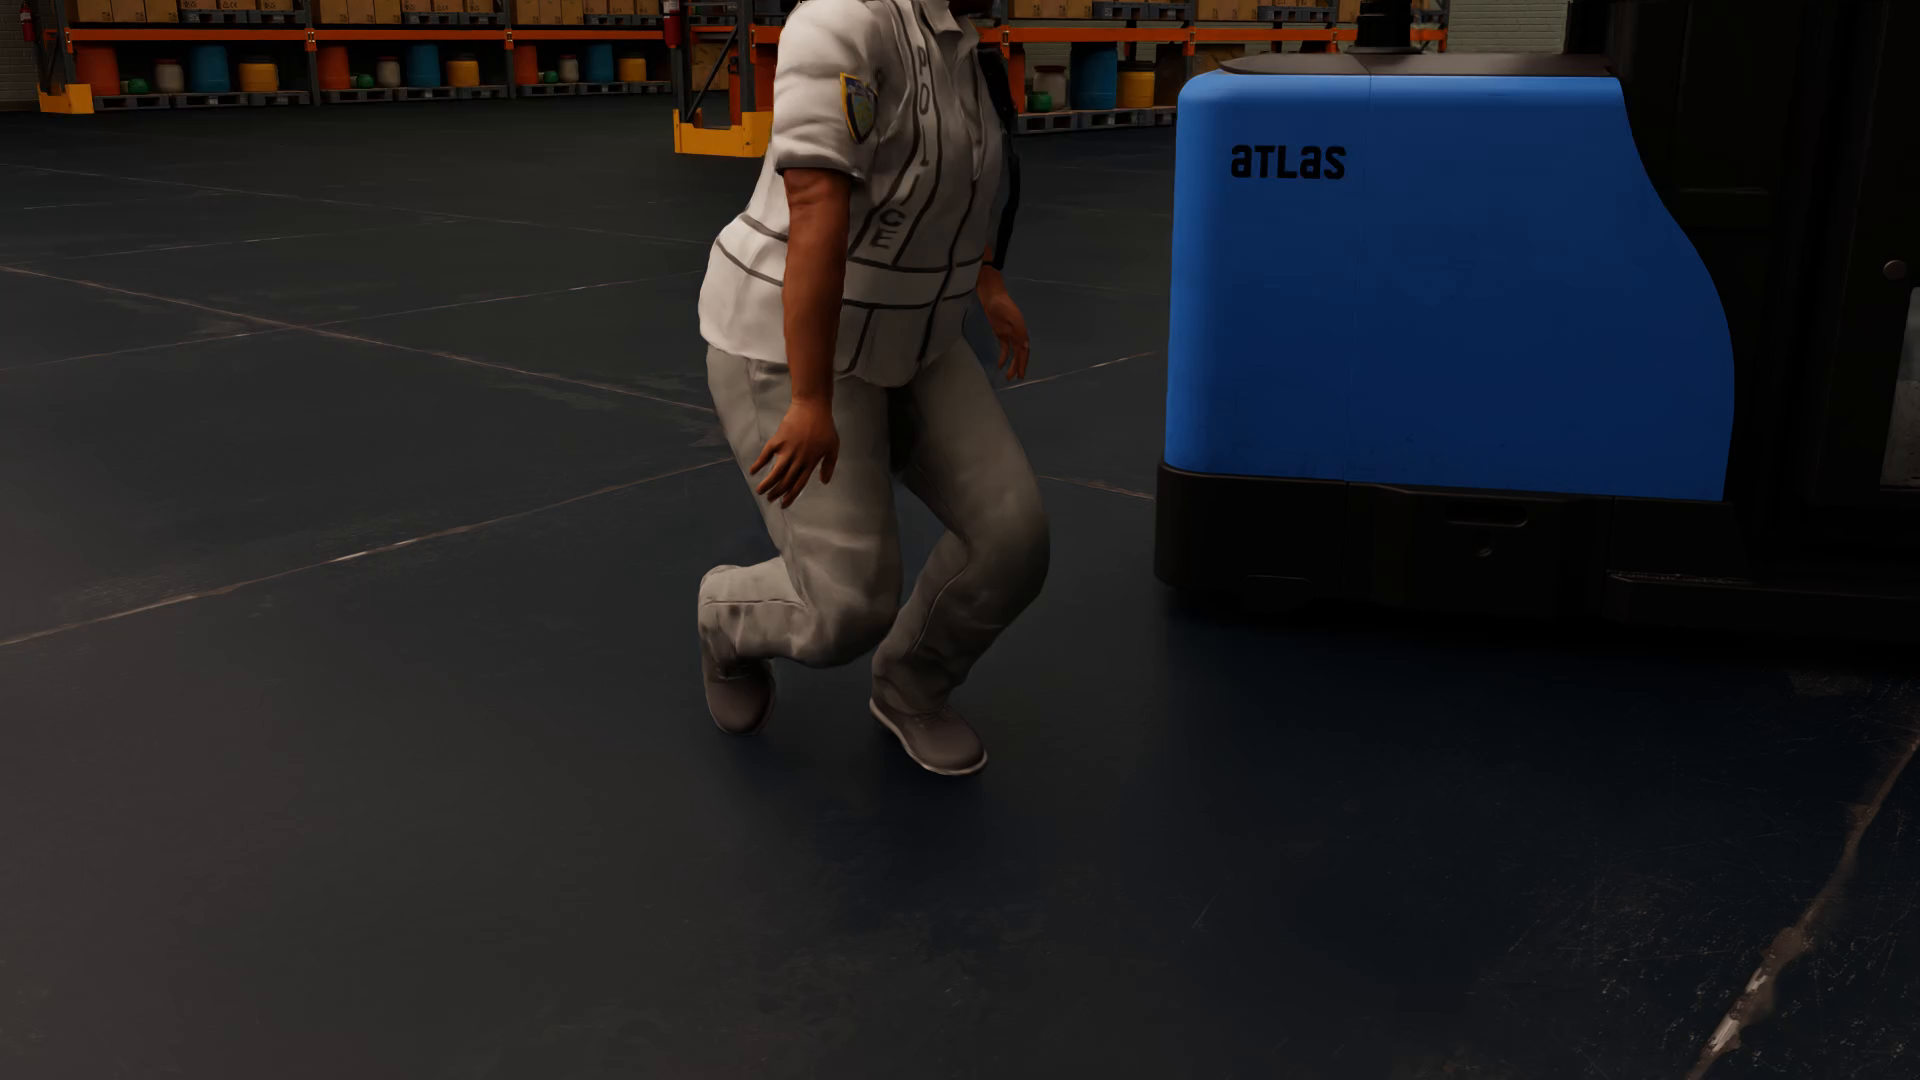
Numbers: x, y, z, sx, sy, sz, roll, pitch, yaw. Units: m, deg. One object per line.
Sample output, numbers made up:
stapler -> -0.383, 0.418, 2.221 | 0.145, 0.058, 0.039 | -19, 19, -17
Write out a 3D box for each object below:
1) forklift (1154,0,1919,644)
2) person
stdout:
forklift -> 1.976, -1.292, 3.153 | 3.031, 2.935, 1.130 | 4, 17, 12
person -> -0.162, -0.330, 2.576 | 0.621, 1.459, 0.757 | 13, 21, 36
